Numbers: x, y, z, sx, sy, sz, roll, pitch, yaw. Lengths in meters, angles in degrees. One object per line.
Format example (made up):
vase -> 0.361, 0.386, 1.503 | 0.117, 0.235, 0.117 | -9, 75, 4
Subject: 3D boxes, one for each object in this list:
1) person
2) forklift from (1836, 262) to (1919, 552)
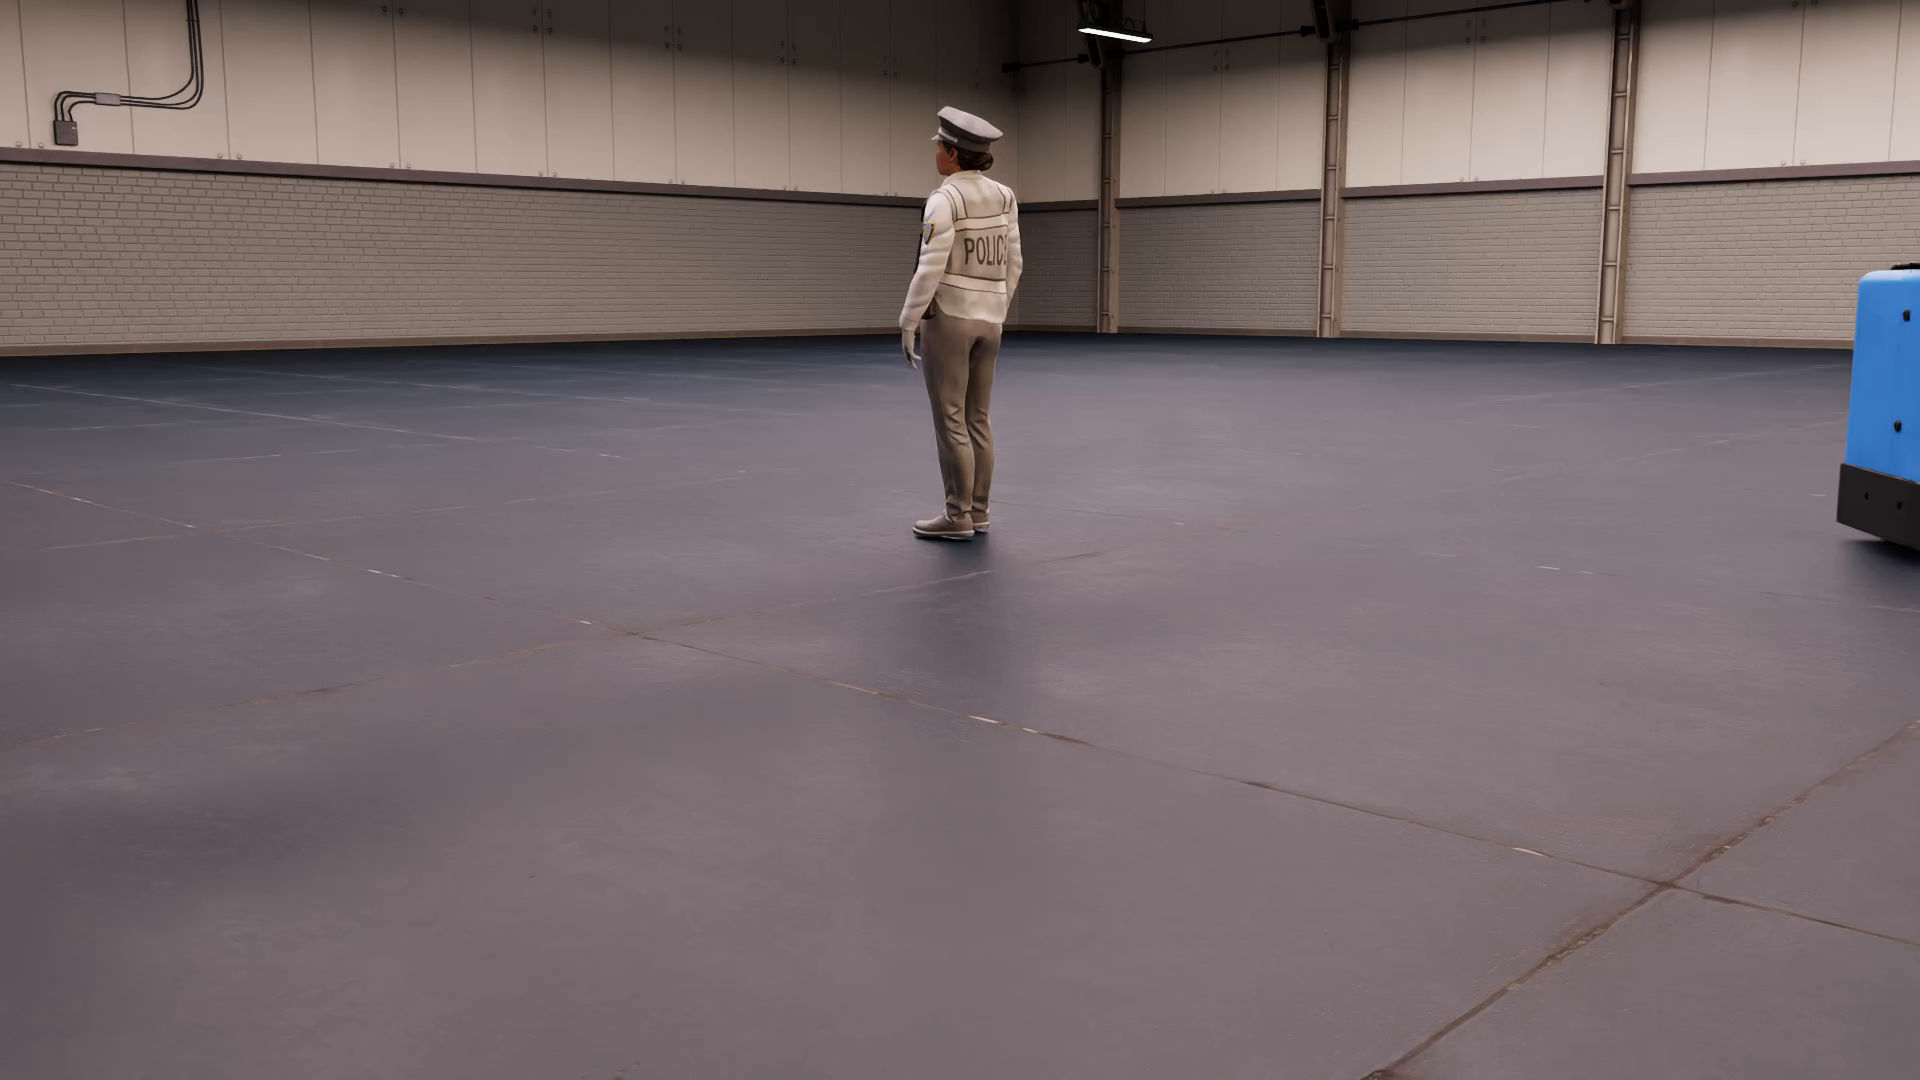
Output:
person -> -0.044, -0.853, 6.643 | 0.530, 1.694, 0.586 | 8, 12, 43
forklift -> 4.981, -1.356, 5.878 | 3.031, 2.935, 1.130 | 1, 9, 8
